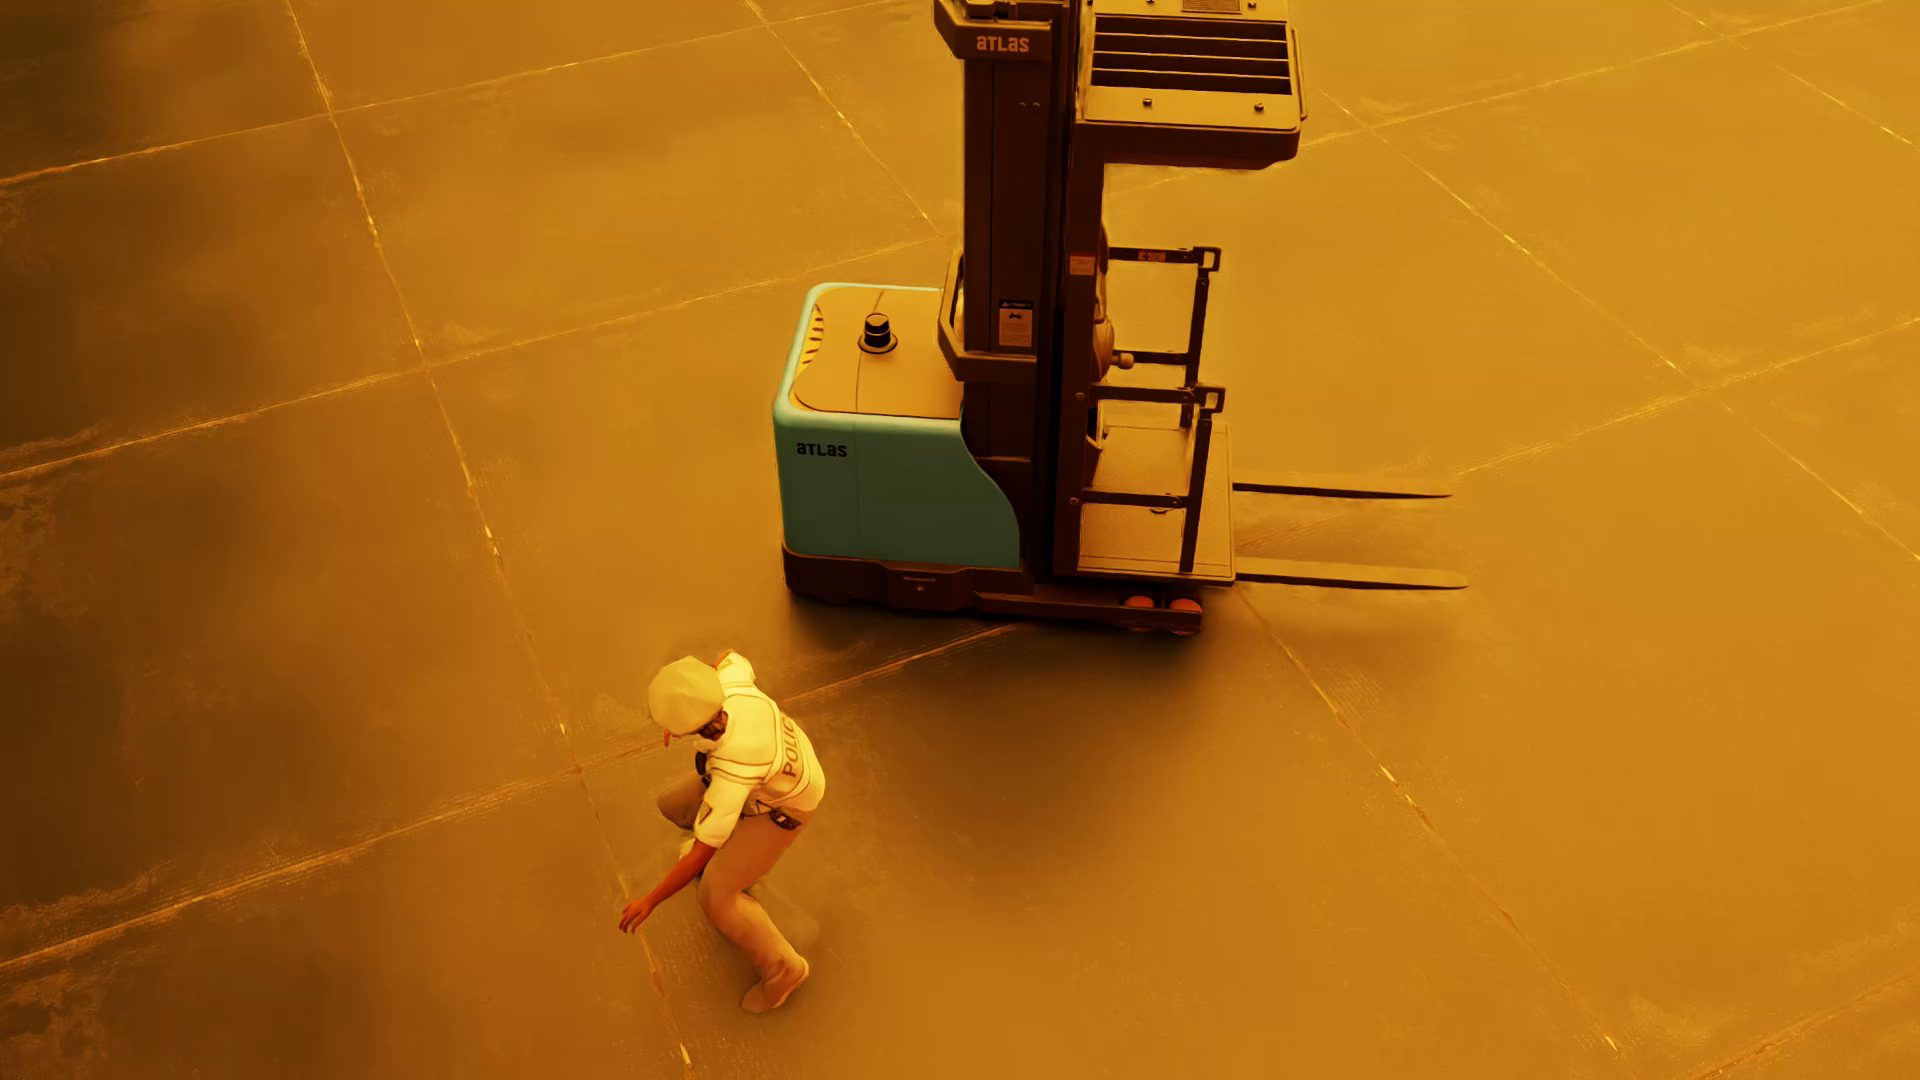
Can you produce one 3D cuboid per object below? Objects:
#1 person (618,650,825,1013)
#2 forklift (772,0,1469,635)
[{"bbox_3d":[-0.855,0.956,5.804,0.811,1.452,0.793,-13,45,-13],"label":"person"},{"bbox_3d":[0.757,-1.033,6.787,3.031,2.935,1.130,4,43,4],"label":"forklift"}]
